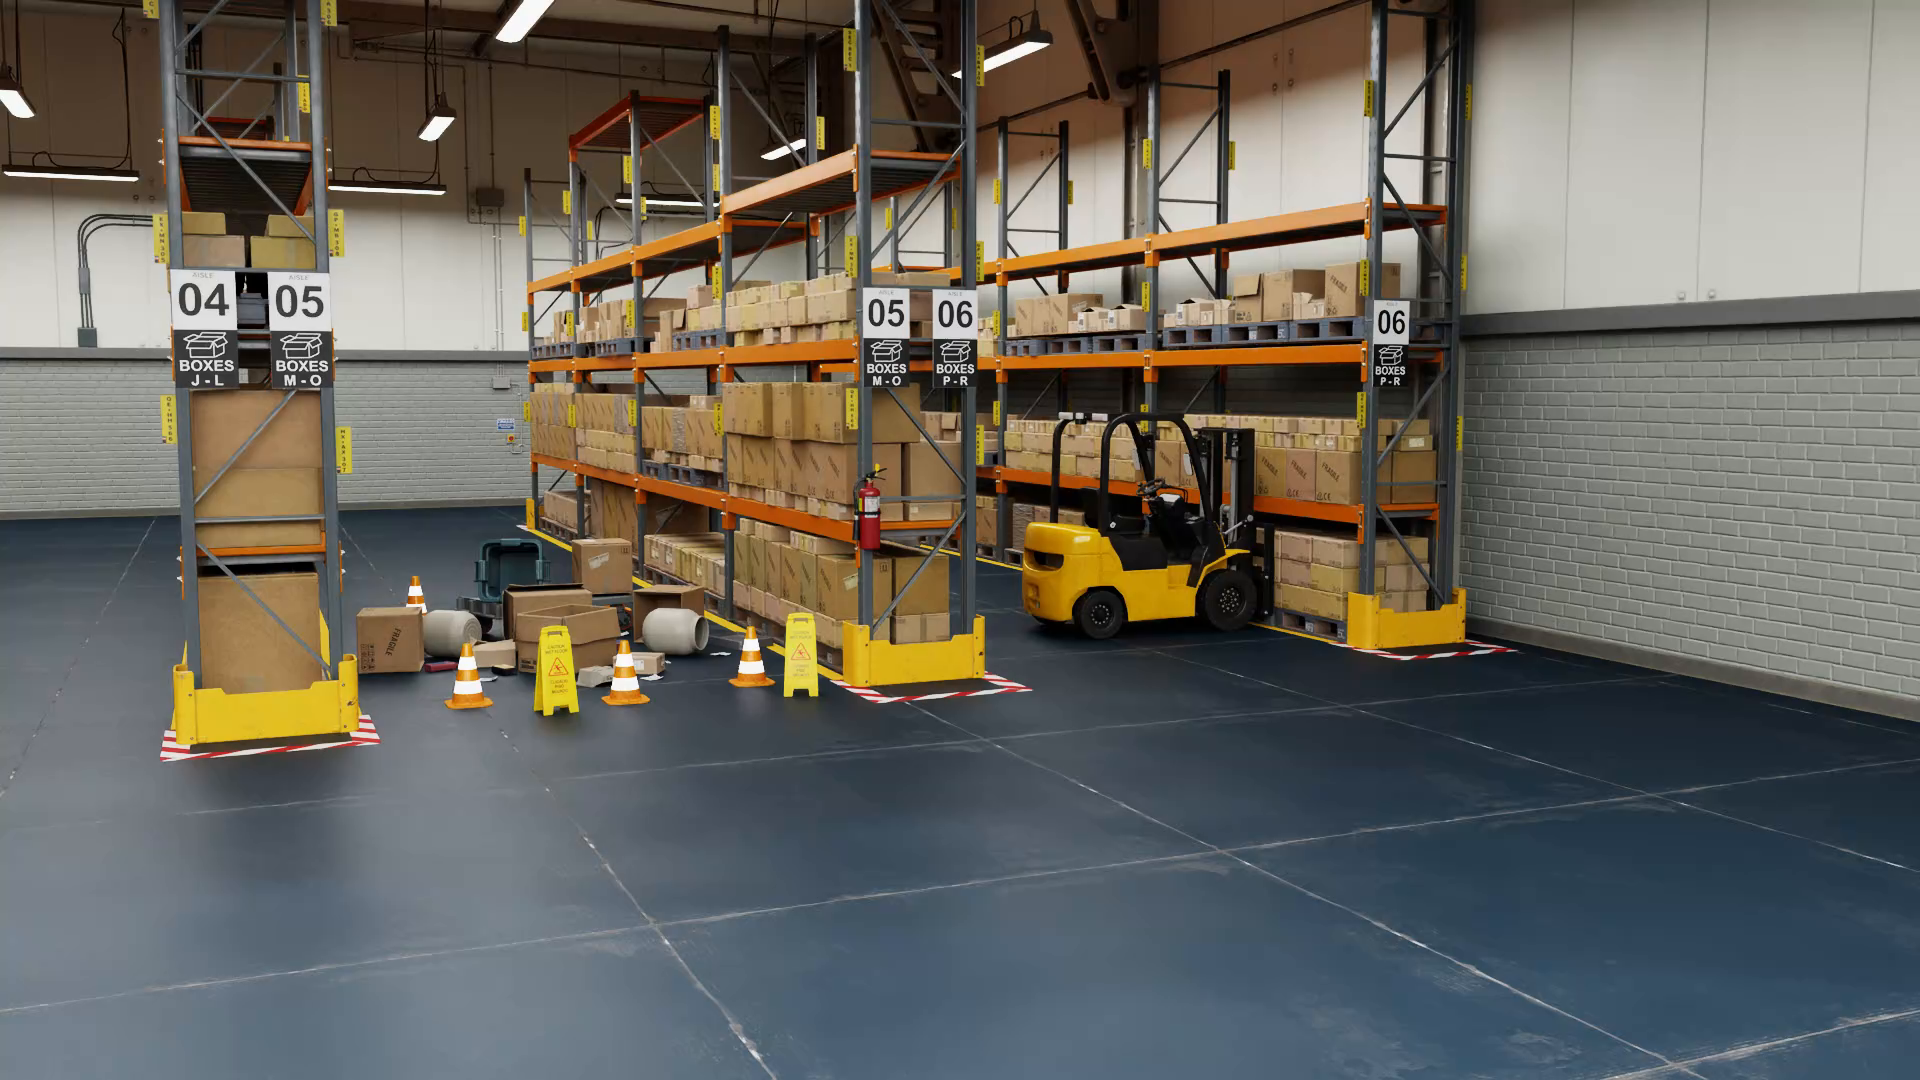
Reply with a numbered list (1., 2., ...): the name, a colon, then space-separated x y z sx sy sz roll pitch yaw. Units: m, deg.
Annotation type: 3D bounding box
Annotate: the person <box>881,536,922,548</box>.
1. person: -0.731 -0.026 18.115 0.625 1.543 0.666 -2 6 -24
